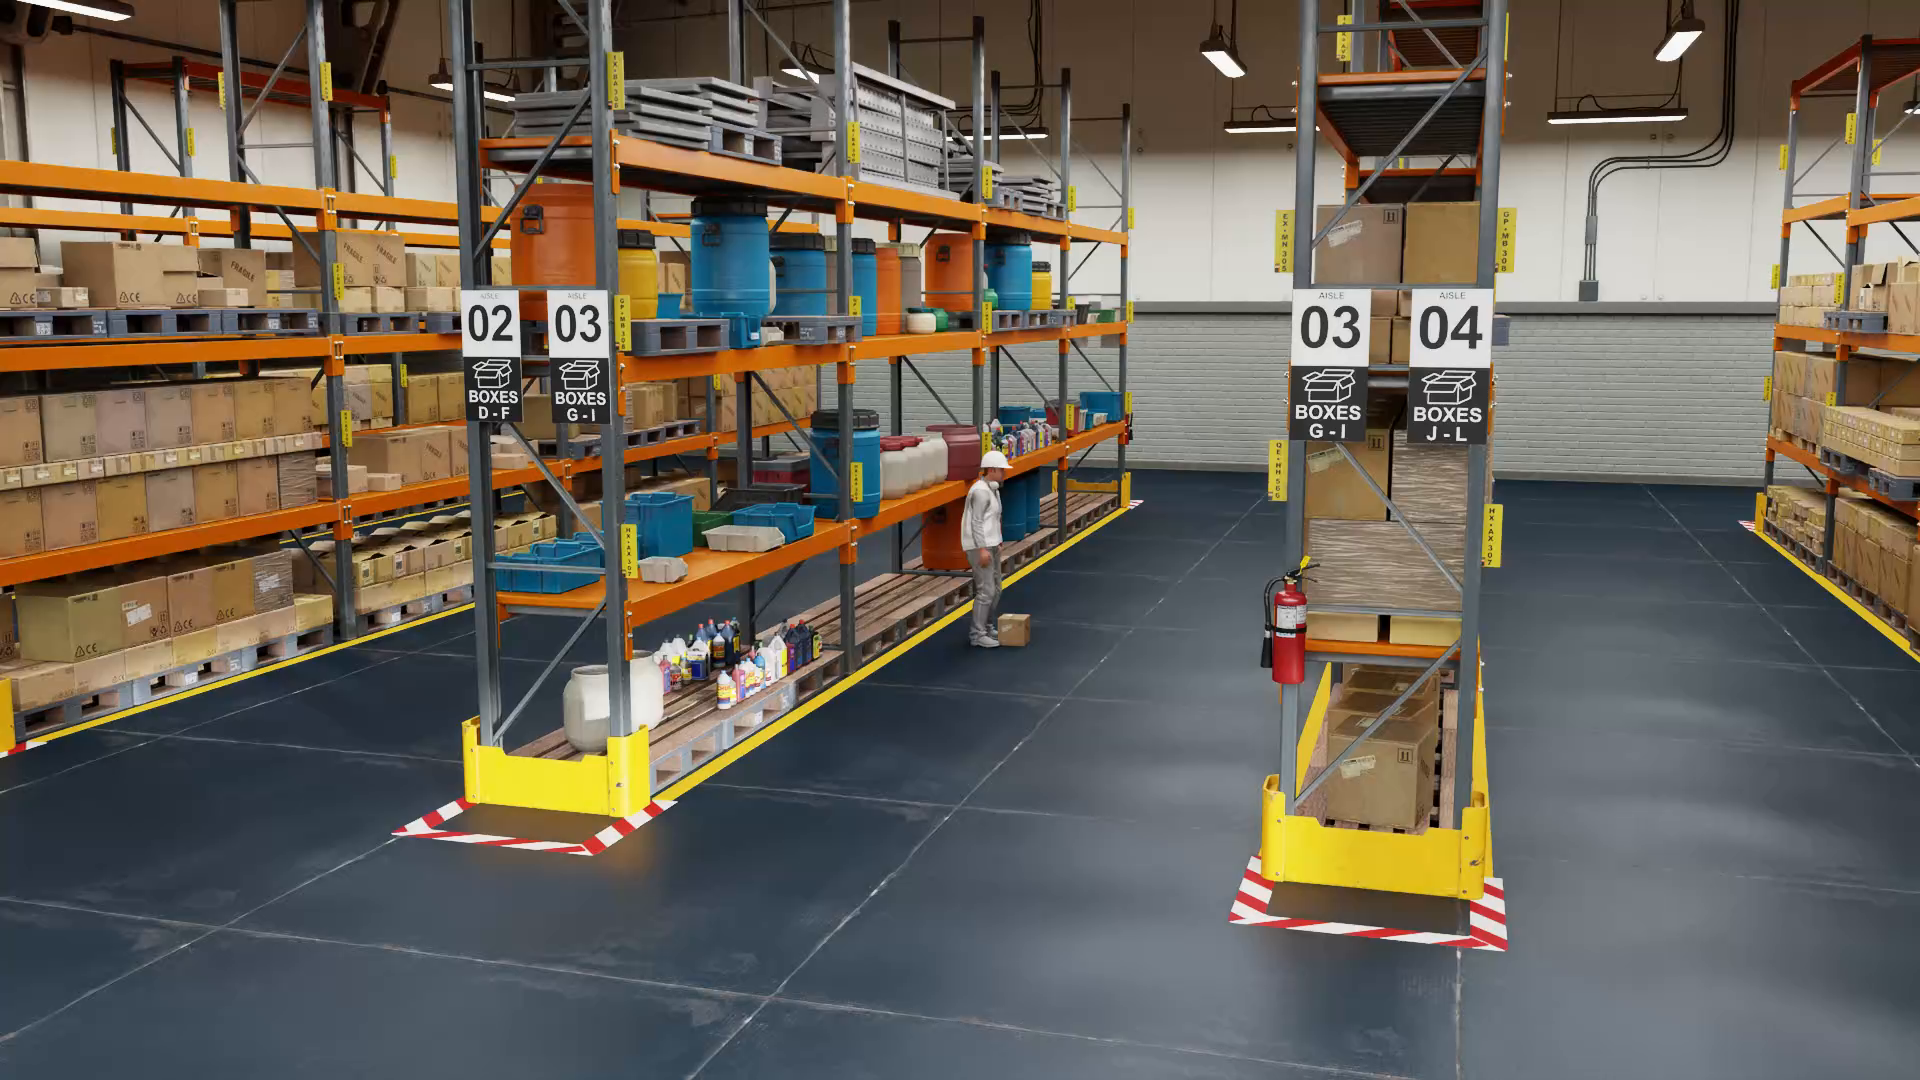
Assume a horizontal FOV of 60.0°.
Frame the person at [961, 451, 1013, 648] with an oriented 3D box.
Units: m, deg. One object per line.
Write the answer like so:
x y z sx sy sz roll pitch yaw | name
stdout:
0.250 0.067 15.277 0.464 1.771 0.581 2 9 16 | person
